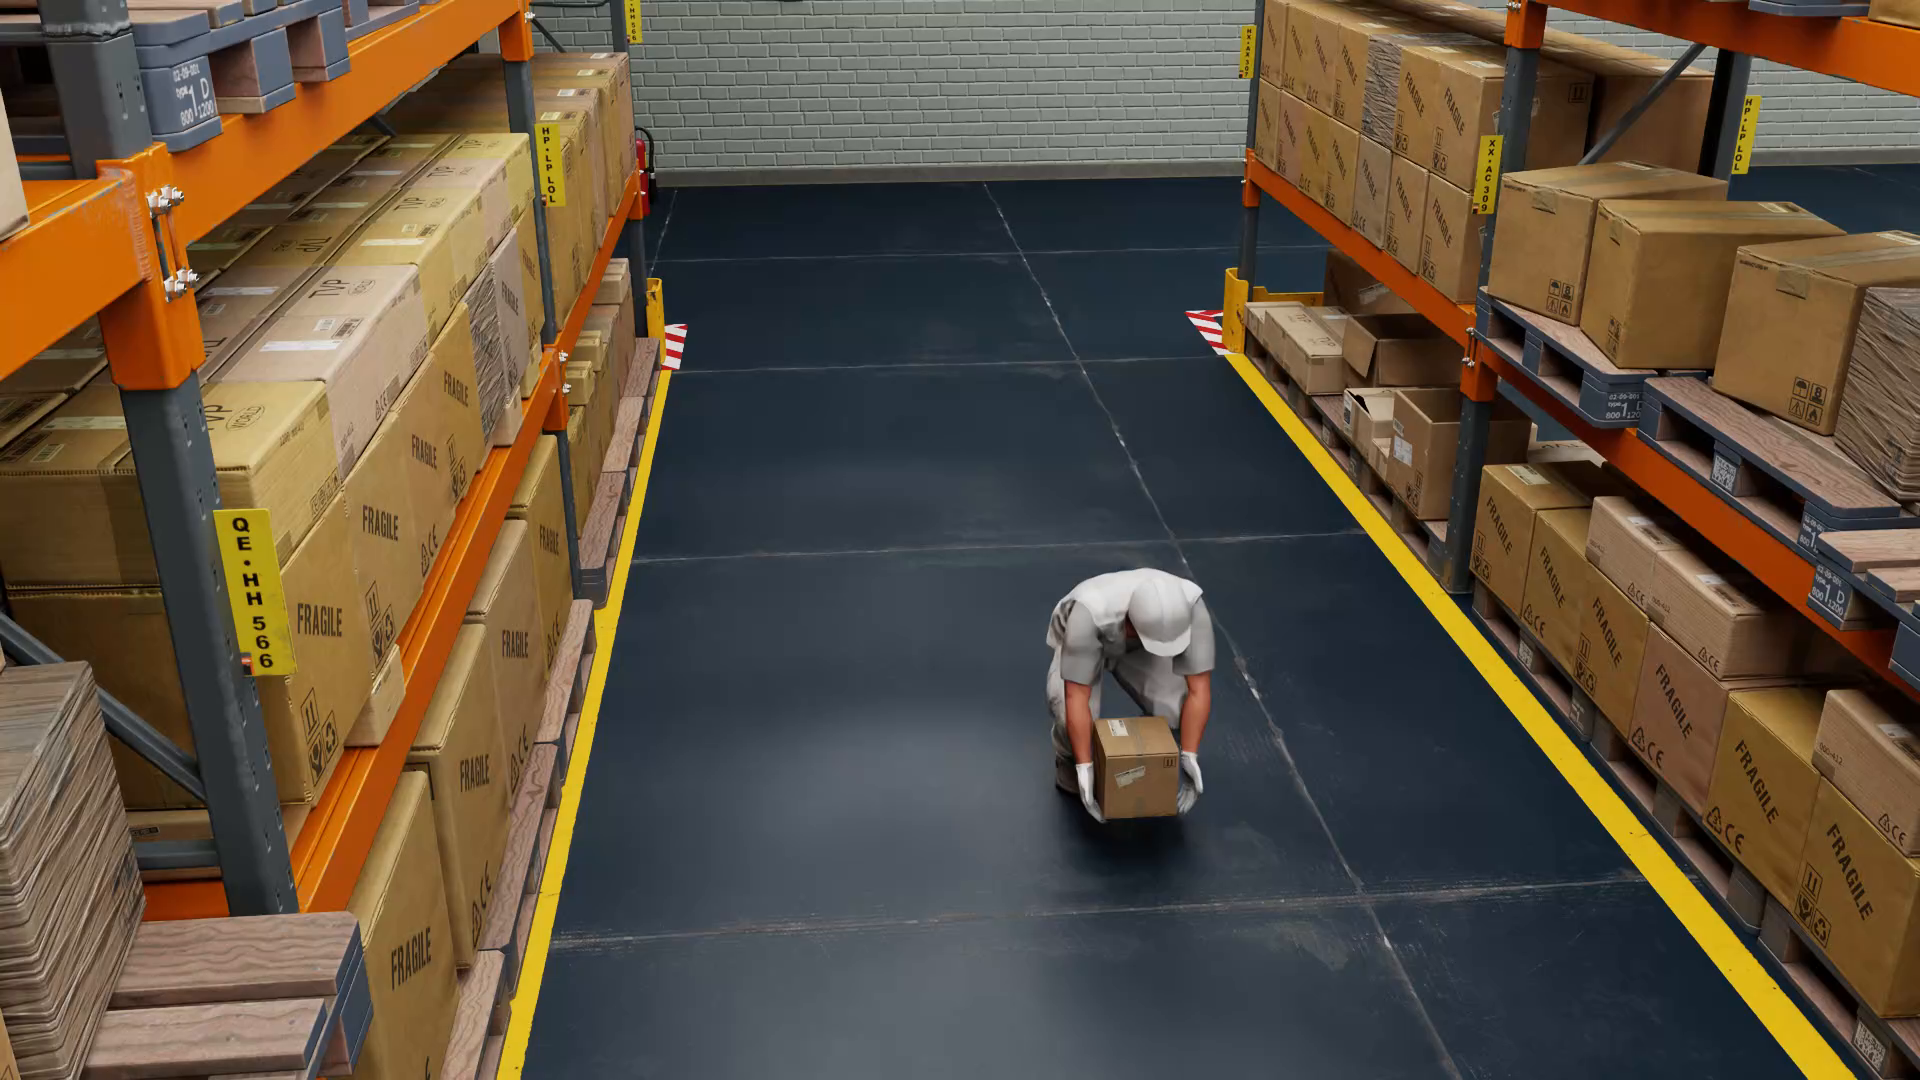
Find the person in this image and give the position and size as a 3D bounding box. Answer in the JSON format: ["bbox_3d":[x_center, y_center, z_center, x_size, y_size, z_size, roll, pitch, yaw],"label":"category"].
[{"bbox_3d":[0.597,0.475,5.955,0.574,1.015,0.882,-2,24,-5],"label":"person"}]
